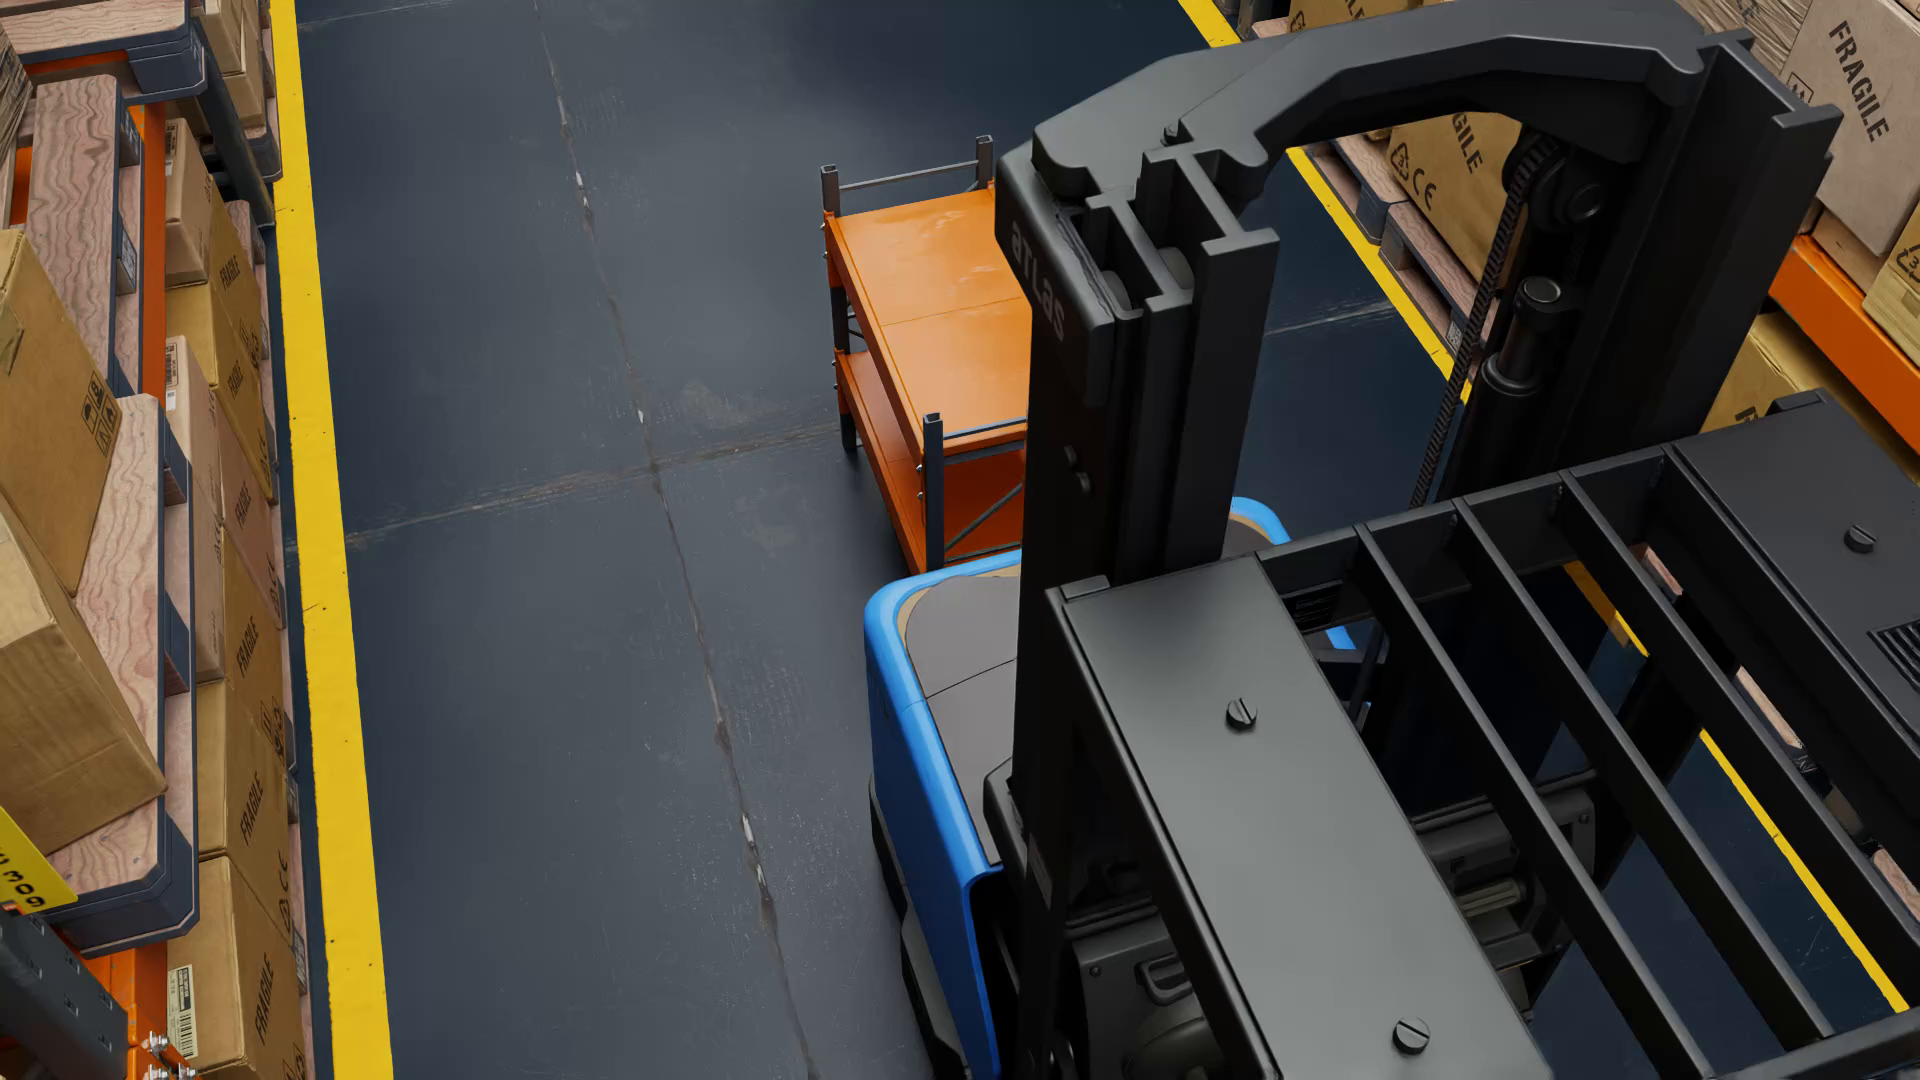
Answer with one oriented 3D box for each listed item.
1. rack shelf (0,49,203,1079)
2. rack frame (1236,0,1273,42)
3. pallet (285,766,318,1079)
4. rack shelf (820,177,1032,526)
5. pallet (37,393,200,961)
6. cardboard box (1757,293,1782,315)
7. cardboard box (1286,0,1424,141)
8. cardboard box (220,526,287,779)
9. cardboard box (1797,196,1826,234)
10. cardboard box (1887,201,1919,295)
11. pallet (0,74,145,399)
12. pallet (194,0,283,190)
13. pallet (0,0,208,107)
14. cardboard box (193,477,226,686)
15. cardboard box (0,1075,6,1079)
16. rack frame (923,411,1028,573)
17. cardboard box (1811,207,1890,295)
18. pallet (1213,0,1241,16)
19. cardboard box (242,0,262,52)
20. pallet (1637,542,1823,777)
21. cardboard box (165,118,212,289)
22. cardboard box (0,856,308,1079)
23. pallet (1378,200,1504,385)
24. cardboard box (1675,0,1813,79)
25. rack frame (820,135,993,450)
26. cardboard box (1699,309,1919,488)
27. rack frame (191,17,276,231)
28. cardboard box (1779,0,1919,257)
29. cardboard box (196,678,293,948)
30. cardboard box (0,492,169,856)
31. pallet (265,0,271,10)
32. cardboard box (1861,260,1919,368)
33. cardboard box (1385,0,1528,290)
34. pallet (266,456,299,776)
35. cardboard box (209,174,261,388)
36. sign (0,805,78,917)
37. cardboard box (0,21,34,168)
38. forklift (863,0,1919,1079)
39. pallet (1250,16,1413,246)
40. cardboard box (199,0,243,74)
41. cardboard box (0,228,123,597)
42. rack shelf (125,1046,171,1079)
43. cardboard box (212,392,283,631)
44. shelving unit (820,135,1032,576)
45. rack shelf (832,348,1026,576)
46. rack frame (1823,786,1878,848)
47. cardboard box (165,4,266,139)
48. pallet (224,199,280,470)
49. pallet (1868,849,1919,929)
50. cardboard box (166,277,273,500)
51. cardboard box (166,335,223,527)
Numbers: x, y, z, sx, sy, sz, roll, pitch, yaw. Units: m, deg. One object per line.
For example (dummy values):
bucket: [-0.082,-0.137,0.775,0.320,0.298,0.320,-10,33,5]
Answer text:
rack shelf: [-2.471,-0.378,4.078,1.077,0.370,4.000,-13,51,-11]
rack frame: [1.669,-3.194,5.981,1.000,3.000,0.127,-13,51,-11]
pallet: [-2.156,1.164,4.131,1.003,0.211,1.213,-13,51,-11]
rack shelf: [0.002,-0.546,4.592,0.538,0.278,1.000,-13,51,-11]
pallet: [-2.011,0.304,3.157,1.003,0.211,1.213,-13,51,-11]
cardboard box: [2.270,-0.809,5.101,0.750,0.750,0.750,-12,51,-10]
cardboard box: [1.761,-2.069,6.164,0.750,0.750,0.750,-14,51,-11]
cardboard box: [-2.099,0.352,4.338,0.500,0.500,0.500,-13,51,-11]
cardboard box: [2.216,-0.939,4.231,0.380,0.149,0.250,-13,51,-11]
cardboard box: [2.474,-0.687,3.594,0.500,0.500,0.500,-14,51,-12]
pallet: [-2.483,-0.590,3.911,1.003,0.211,1.213,-13,51,-11]
pallet: [-3.268,-1.782,6.614,1.003,0.211,1.213,-13,51,-11]
pallet: [-2.795,-1.530,4.703,1.213,0.211,1.003,-13,51,-11]
cardboard box: [-2.085,0.134,4.032,0.500,0.250,0.500,-13,51,-11]
cardboard box: [-1.486,1.125,2.274,0.500,0.500,0.500,-13,51,-10]
rack frame: [0.152,0.014,4.503,0.500,1.125,0.032,-13,51,-11]
cardboard box: [2.351,-0.759,4.079,0.380,0.149,0.250,-12,51,-10]
pallet: [1.439,-2.866,7.528,1.003,0.211,1.213,-13,51,-11]
cardboard box: [-3.086,-2.136,6.613,0.500,0.250,0.500,-15,51,-12]
pallet: [2.552,0.080,5.045,1.003,0.211,1.213,-13,51,-11]
cardboard box: [-2.541,-0.979,4.970,0.500,0.250,0.500,-12,51,-10]
cardboard box: [-1.790,1.106,3.703,0.500,0.500,0.500,-15,52,-13]
pallet: [2.187,-0.813,5.797,1.003,0.211,1.213,-13,51,-11]
cardboard box: [2.174,-1.426,4.217,0.500,0.500,0.500,-13,51,-11]
rack frame: [-0.148,-0.729,5.129,0.500,1.125,0.032,-13,51,-11]
cardboard box: [2.535,-0.160,4.554,0.750,0.750,0.750,-13,51,-11]
rack frame: [-3.062,-2.071,5.034,1.000,3.000,0.127,-13,51,-11]
cardboard box: [2.314,-1.057,3.906,0.500,0.500,0.500,-13,51,-11]
cardboard box: [-1.958,0.719,4.029,0.500,0.500,0.500,-13,51,-10]
cardboard box: [-1.806,0.286,2.707,0.700,0.500,0.500,-30,56,-23]
pallet: [-3.626,-2.672,7.364,1.003,0.211,1.213,-13,51,-11]
cardboard box: [2.384,-0.560,3.911,0.380,0.149,0.250,-12,51,-10]
cardboard box: [2.014,-1.428,5.624,0.750,0.750,0.750,-14,51,-11]
pallet: [-2.520,0.271,4.883,1.003,0.211,1.213,-13,51,-11]
cardboard box: [-2.561,-0.777,5.290,0.500,0.500,0.500,-12,51,-10]
sign: [-1.363,0.443,2.348,0.100,0.325,0.005,-13,51,-11]
cardboard box: [-2.680,-1.093,3.869,0.700,0.500,0.500,-5,50,-4]
forklift: [0.708,0.813,2.647,1.130,2.935,3.031,-14,51,-12]
pallet: [1.830,-1.702,6.547,1.003,0.211,1.213,-13,51,-11]
cardboard box: [-2.937,-1.950,6.089,0.500,0.311,0.500,-12,51,-10]
cardboard box: [-2.070,-0.202,3.118,0.700,0.500,0.500,-6,50,-5]
rack shelf: [-1.288,2.543,1.615,1.077,0.370,4.000,-13,51,-11]
cardboard box: [-2.248,-0.017,4.650,0.500,0.500,0.500,-15,52,-12]
shelving unit: [0.002,-0.358,4.816,0.538,1.125,1.048,-13,51,-11]
rack shelf: [0.002,-0.200,5.003,0.538,0.278,1.000,-13,51,-11]
rack frame: [2.852,-0.272,3.518,1.000,3.000,0.127,-13,51,-11]
cardboard box: [-2.937,-1.769,6.303,0.500,0.250,0.500,-13,51,-11]
pallet: [-2.878,-0.618,5.633,1.003,0.211,1.213,-13,51,-11]
pallet: [3.002,1.200,4.101,1.003,0.211,1.213,-13,51,-11]
cardboard box: [-2.409,-0.399,4.972,0.500,0.500,0.500,-15,51,-12]
cardboard box: [-2.234,-0.232,4.341,0.500,0.250,0.500,-14,51,-12]
